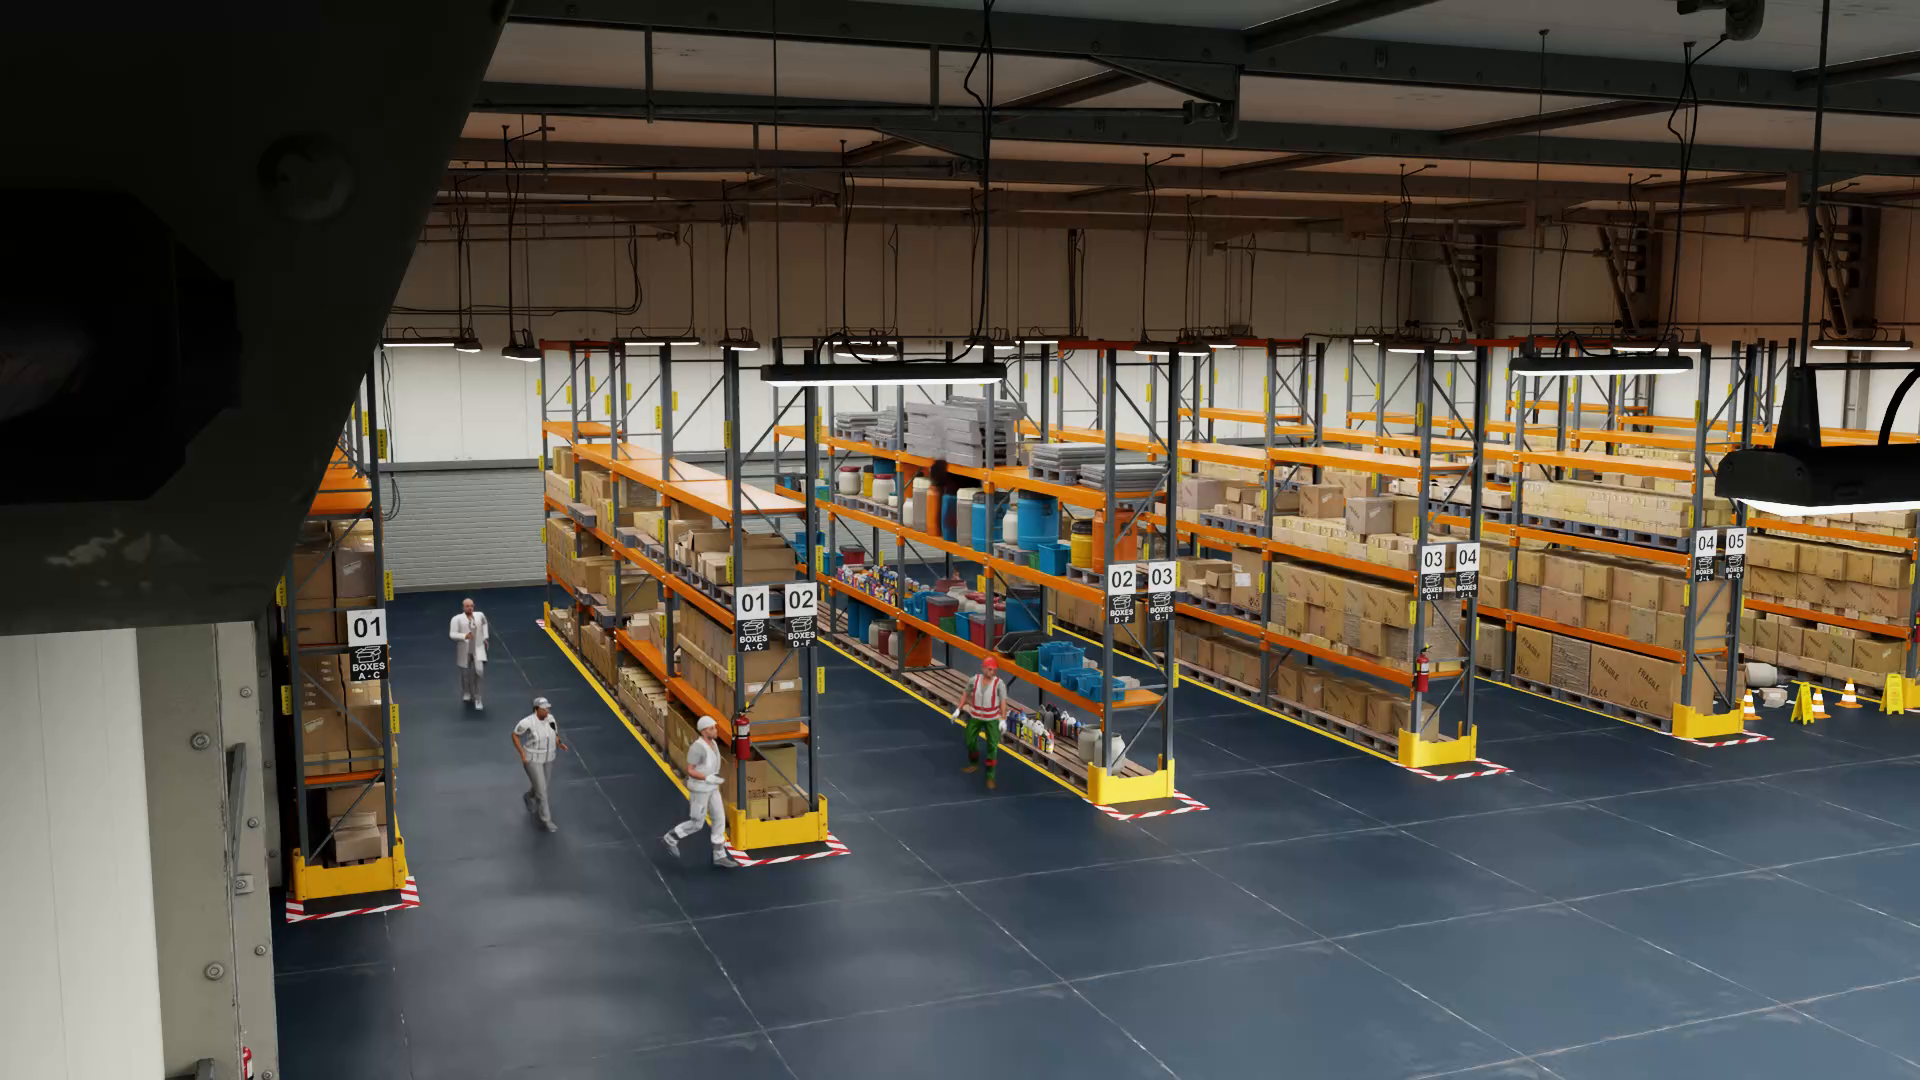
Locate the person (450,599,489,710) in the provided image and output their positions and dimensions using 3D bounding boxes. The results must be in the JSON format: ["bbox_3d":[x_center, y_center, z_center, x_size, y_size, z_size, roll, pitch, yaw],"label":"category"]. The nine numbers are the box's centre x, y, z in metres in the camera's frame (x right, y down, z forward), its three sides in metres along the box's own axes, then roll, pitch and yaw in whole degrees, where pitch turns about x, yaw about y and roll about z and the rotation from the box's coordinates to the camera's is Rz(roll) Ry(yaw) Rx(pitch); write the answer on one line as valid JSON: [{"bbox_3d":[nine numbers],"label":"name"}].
[{"bbox_3d":[-8.114,1.877,27.537,0.652,1.847,0.933,-3,8,-22],"label":"person"}]

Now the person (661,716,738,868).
[{"bbox_3d":[-3.029,2.923,19.440,0.951,1.771,0.678,3,8,19],"label":"person"}]

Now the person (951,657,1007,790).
[{"bbox_3d":[0.270,2.480,22.946,0.773,1.777,0.782,2,8,13],"label":"person"}]

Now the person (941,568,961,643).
[{"bbox_3d":[-0.173,1.291,32.904,0.535,1.512,0.734,-2,8,-16],"label":"person"}]

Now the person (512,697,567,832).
[{"bbox_3d":[-5.366,2.792,21.070,0.913,1.670,0.582,6,10,41],"label":"person"}]
